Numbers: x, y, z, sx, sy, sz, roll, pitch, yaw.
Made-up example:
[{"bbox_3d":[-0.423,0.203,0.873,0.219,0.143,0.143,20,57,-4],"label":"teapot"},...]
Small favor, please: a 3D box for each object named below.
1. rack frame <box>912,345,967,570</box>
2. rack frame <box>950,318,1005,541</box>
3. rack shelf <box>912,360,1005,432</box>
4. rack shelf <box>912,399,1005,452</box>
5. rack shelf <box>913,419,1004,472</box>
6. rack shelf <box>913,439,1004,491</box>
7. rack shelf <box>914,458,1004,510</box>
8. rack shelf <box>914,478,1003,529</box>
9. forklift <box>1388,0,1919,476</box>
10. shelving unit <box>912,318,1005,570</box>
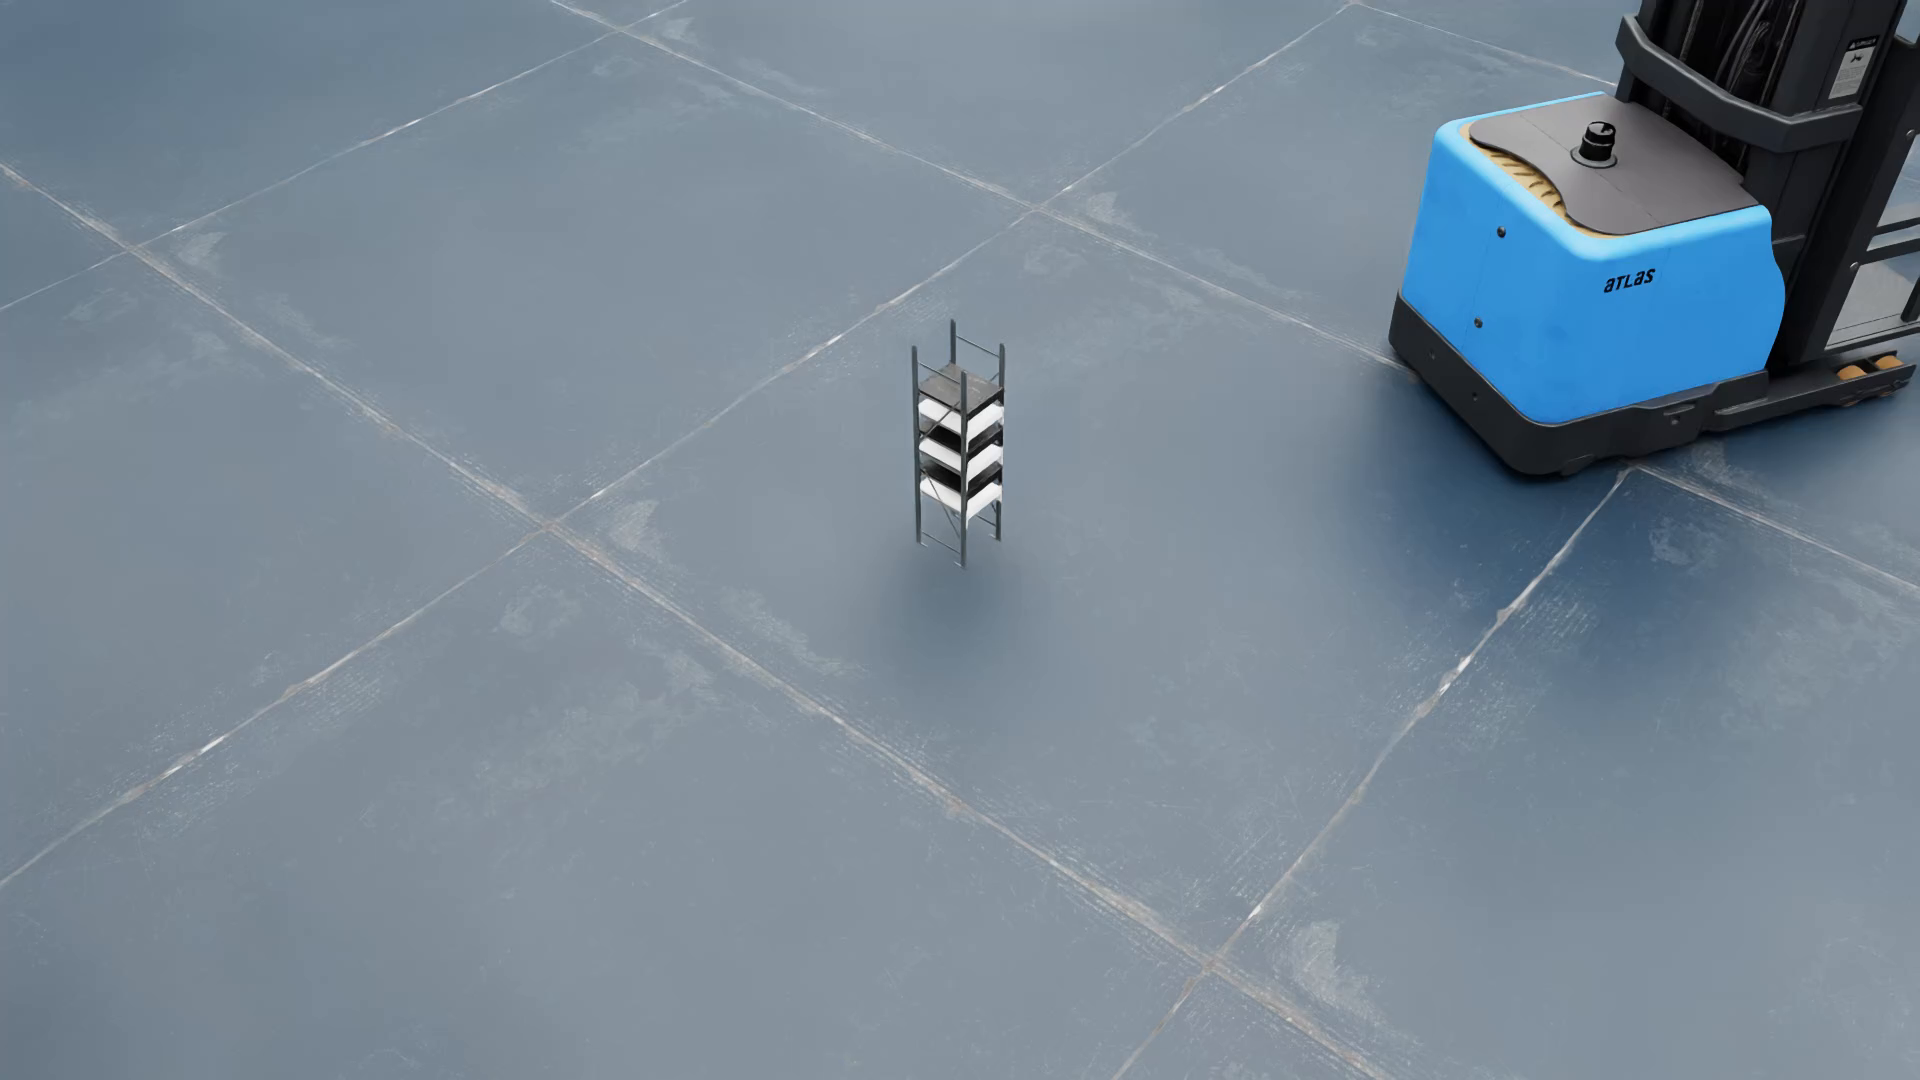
[{"bbox_3d":[-0.071,-0.276,5.885,0.240,0.900,0.006,29,50,28],"label":"rack frame"},{"bbox_3d":[0.060,-0.381,6.000,0.240,0.900,0.006,29,50,28],"label":"rack frame"},{"bbox_3d":[-0.005,-0.504,5.783,0.258,0.077,0.200,29,50,28],"label":"rack shelf"},{"bbox_3d":[-0.005,-0.437,5.844,0.258,0.077,0.200,29,50,28],"label":"rack shelf"},{"bbox_3d":[-0.005,-0.371,5.905,0.258,0.077,0.200,29,50,28],"label":"rack shelf"},{"bbox_3d":[-0.005,-0.304,5.965,0.258,0.077,0.200,29,50,28],"label":"rack shelf"},{"bbox_3d":[-0.005,-0.238,6.026,0.258,0.077,0.200,29,50,28],"label":"rack shelf"},{"bbox_3d":[-0.005,-0.171,6.086,0.258,0.077,0.200,29,50,28],"label":"rack shelf"},{"bbox_3d":[3.393,-1.953,6.219,3.031,2.935,1.130,-14,44,-15],"label":"forklift"},{"bbox_3d":[-0.005,-0.329,5.943,0.258,0.900,0.210,29,50,28],"label":"shelving unit"}]
